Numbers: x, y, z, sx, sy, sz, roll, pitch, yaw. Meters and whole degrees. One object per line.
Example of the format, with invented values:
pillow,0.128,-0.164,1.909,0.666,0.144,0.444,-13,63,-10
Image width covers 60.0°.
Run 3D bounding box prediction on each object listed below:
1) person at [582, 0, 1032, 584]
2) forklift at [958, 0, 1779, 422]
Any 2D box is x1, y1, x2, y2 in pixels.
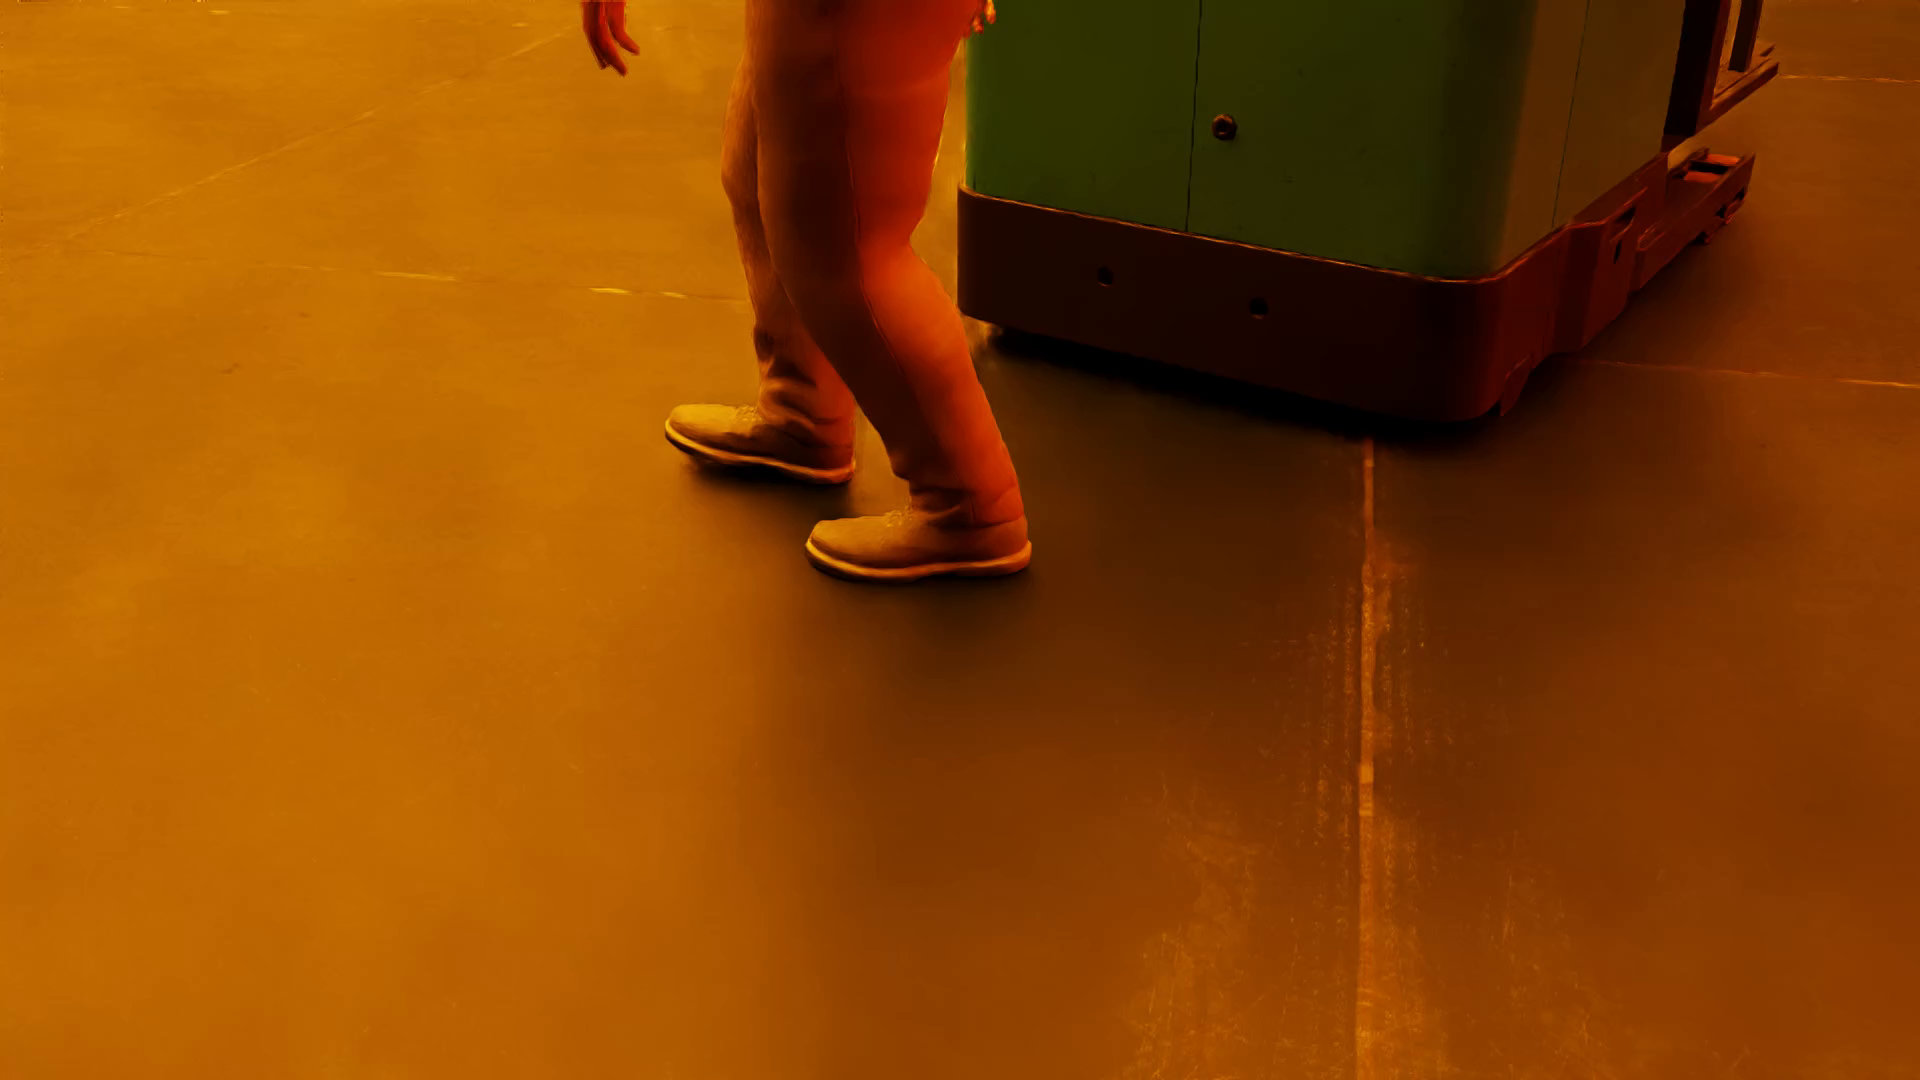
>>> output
person,-0.204,-0.770,2.149,0.649,1.696,0.670,4,27,9
forklift,1.255,-2.111,3.430,1.130,2.935,3.031,18,32,31
